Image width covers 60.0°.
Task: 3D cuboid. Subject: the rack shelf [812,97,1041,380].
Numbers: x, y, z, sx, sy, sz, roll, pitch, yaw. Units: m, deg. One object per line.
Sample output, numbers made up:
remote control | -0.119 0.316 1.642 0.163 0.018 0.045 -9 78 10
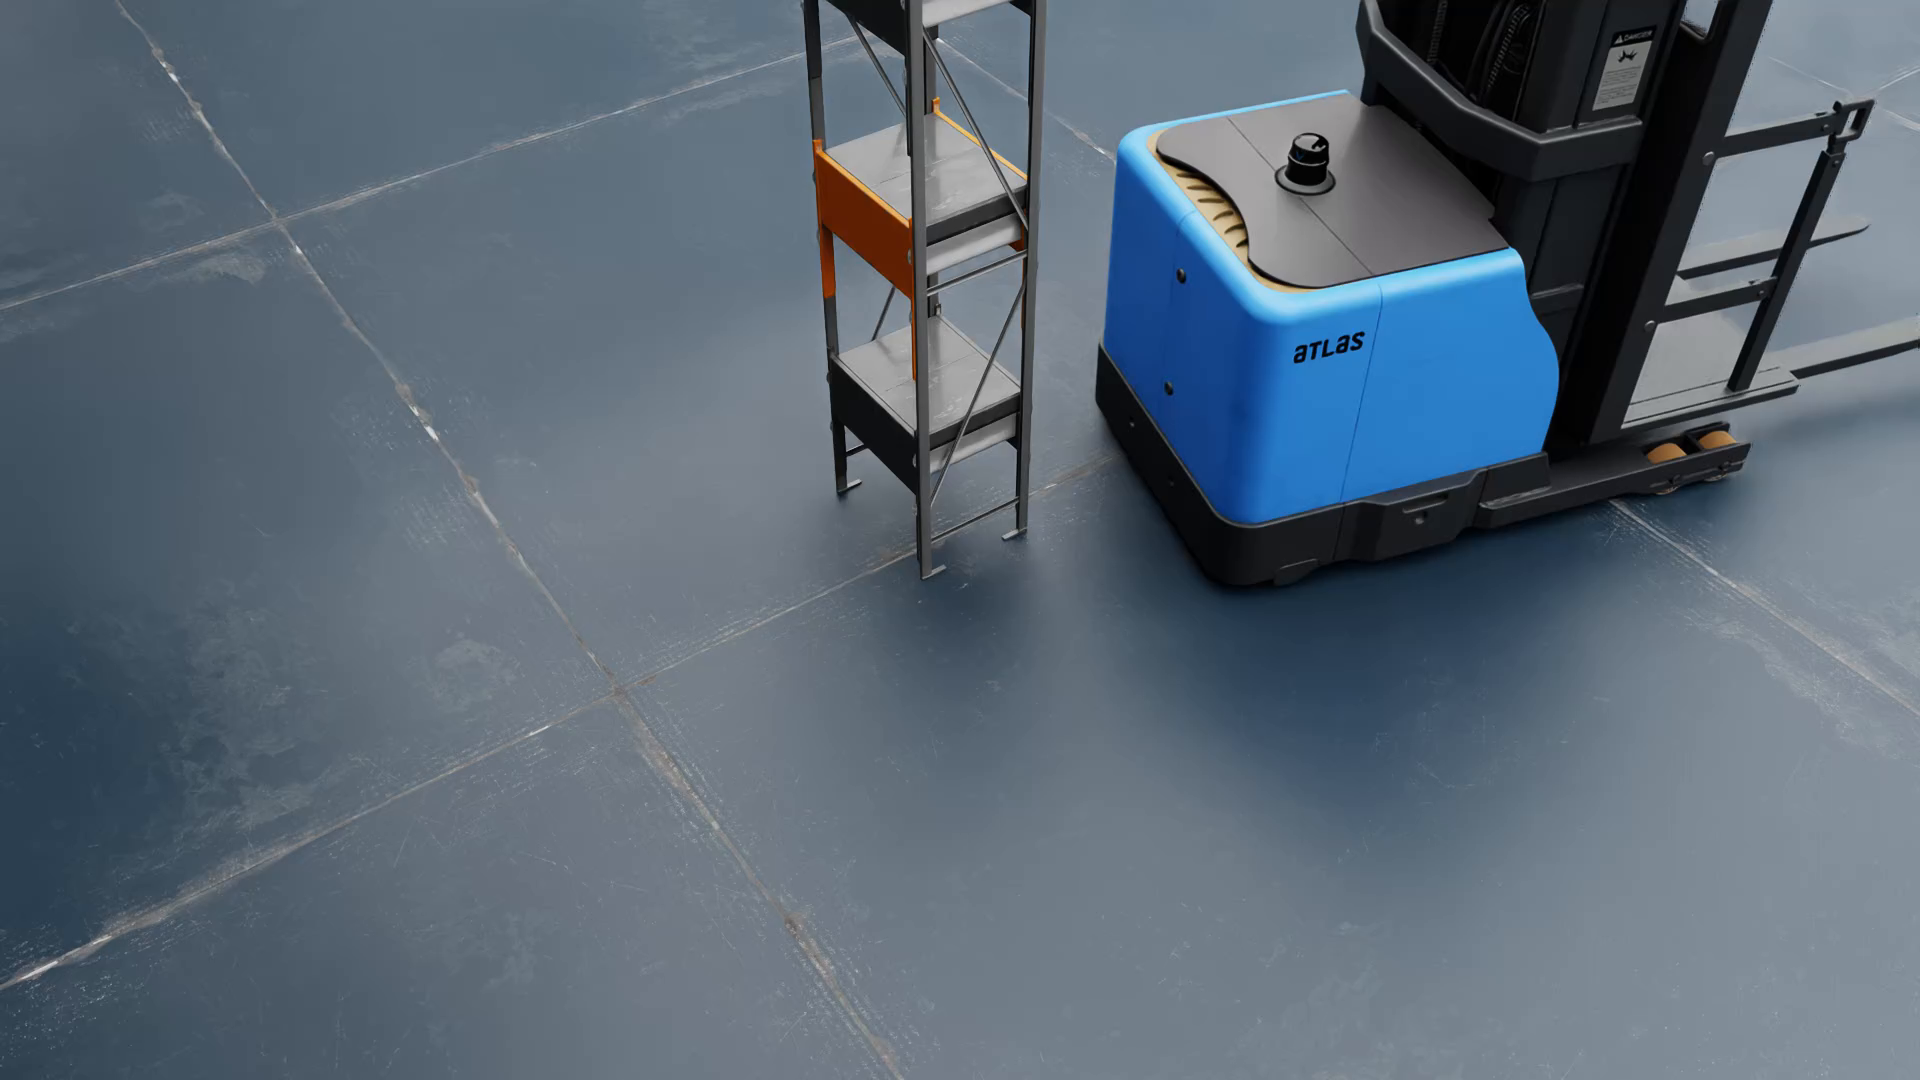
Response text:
rack shelf | -0.095 -0.843 4.633 0.431 0.518 0.480 -26 49 -24

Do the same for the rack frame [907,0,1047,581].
rack frame | 0.045 -0.715 4.478 0.400 2.100 0.015 -26 49 -24

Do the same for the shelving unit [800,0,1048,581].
shelving unit | -0.095 -0.853 4.623 0.431 2.100 0.503 -26 49 -24

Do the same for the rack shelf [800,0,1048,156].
rack shelf | -0.095 -1.350 4.149 0.431 0.518 0.480 -26 49 -24

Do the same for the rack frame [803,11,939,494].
rack frame | -0.234 -0.991 4.768 0.400 2.100 0.015 -26 49 -24

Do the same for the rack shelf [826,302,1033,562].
rack shelf | -0.095 -0.337 5.116 0.431 0.518 0.480 -26 49 -24

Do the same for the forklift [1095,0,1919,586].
forklift | 2.032 -1.539 4.740 3.031 2.935 1.130 -14 45 -14
